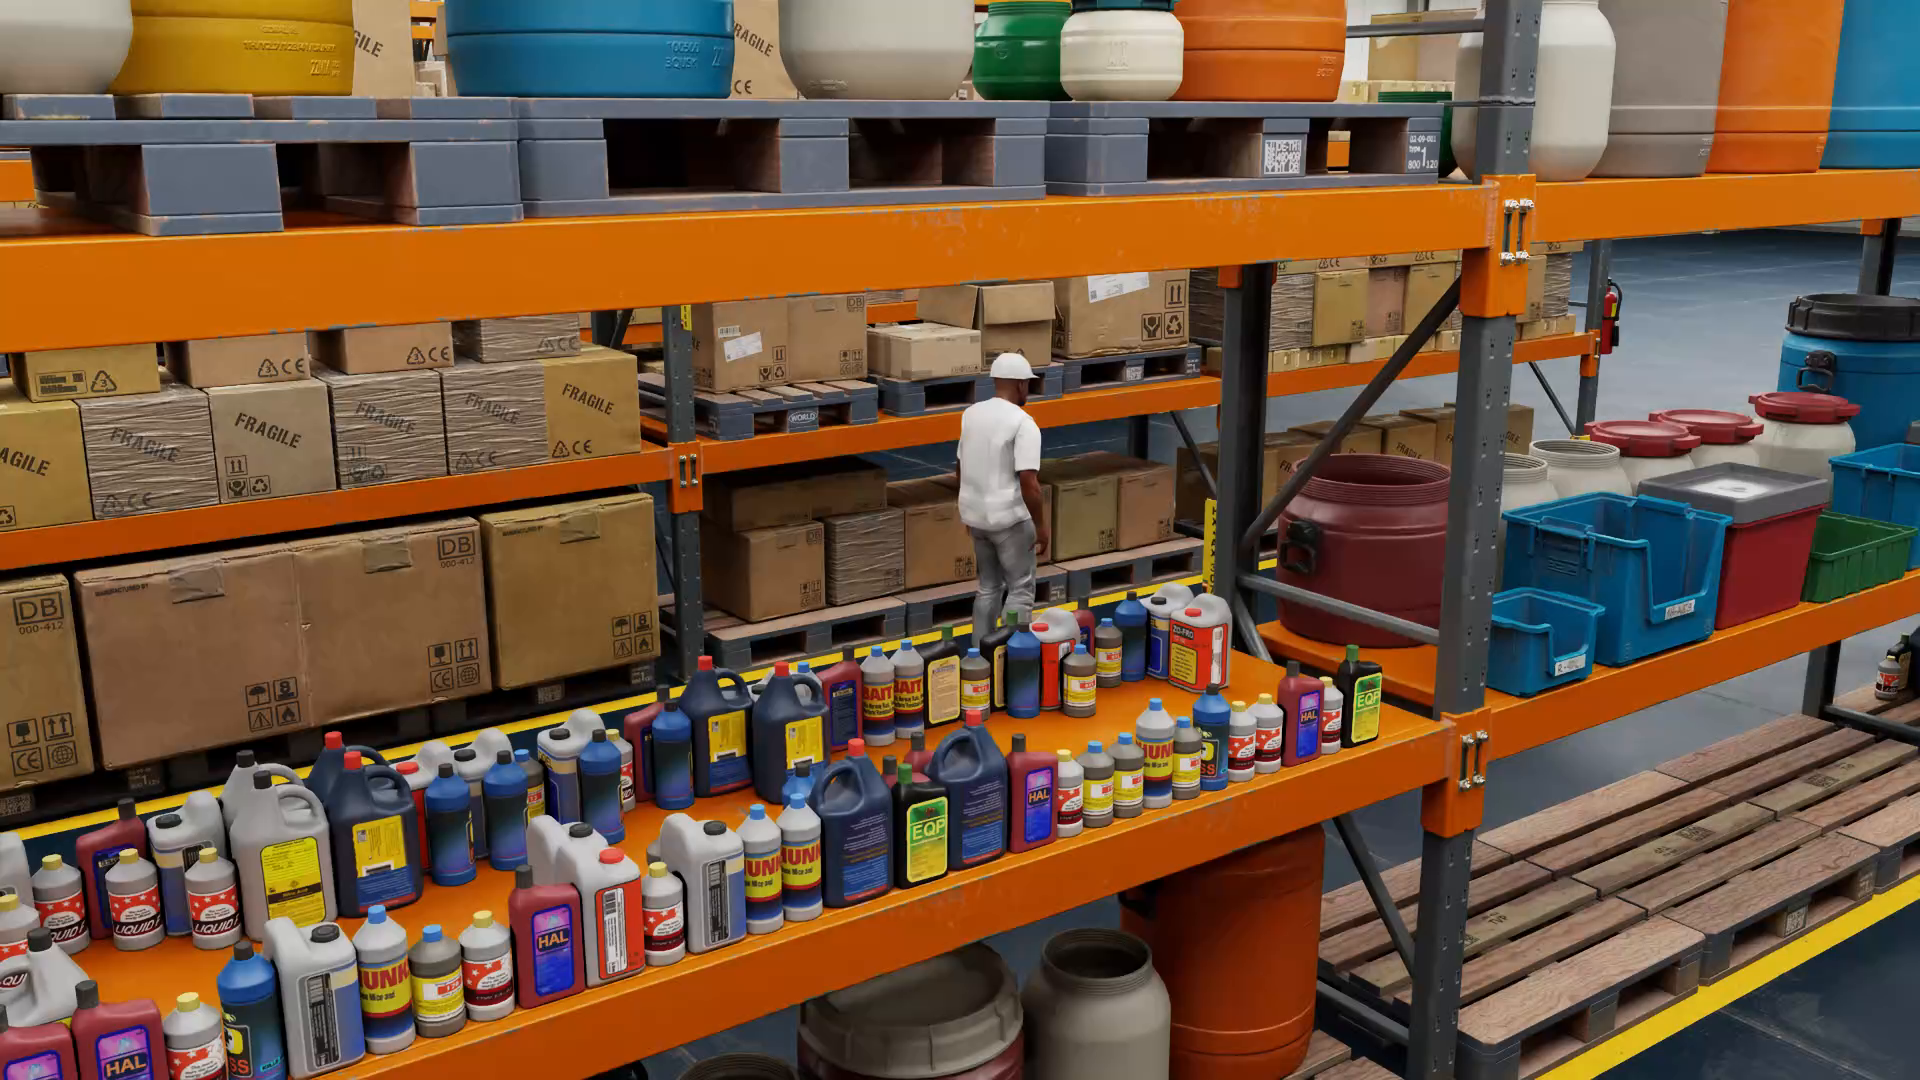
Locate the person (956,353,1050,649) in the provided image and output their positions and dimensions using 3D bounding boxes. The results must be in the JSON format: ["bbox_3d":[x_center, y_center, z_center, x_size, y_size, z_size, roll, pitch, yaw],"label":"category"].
[{"bbox_3d":[0.240,-0.125,8.963,0.460,1.758,0.630,-11,18,-38],"label":"person"}]
